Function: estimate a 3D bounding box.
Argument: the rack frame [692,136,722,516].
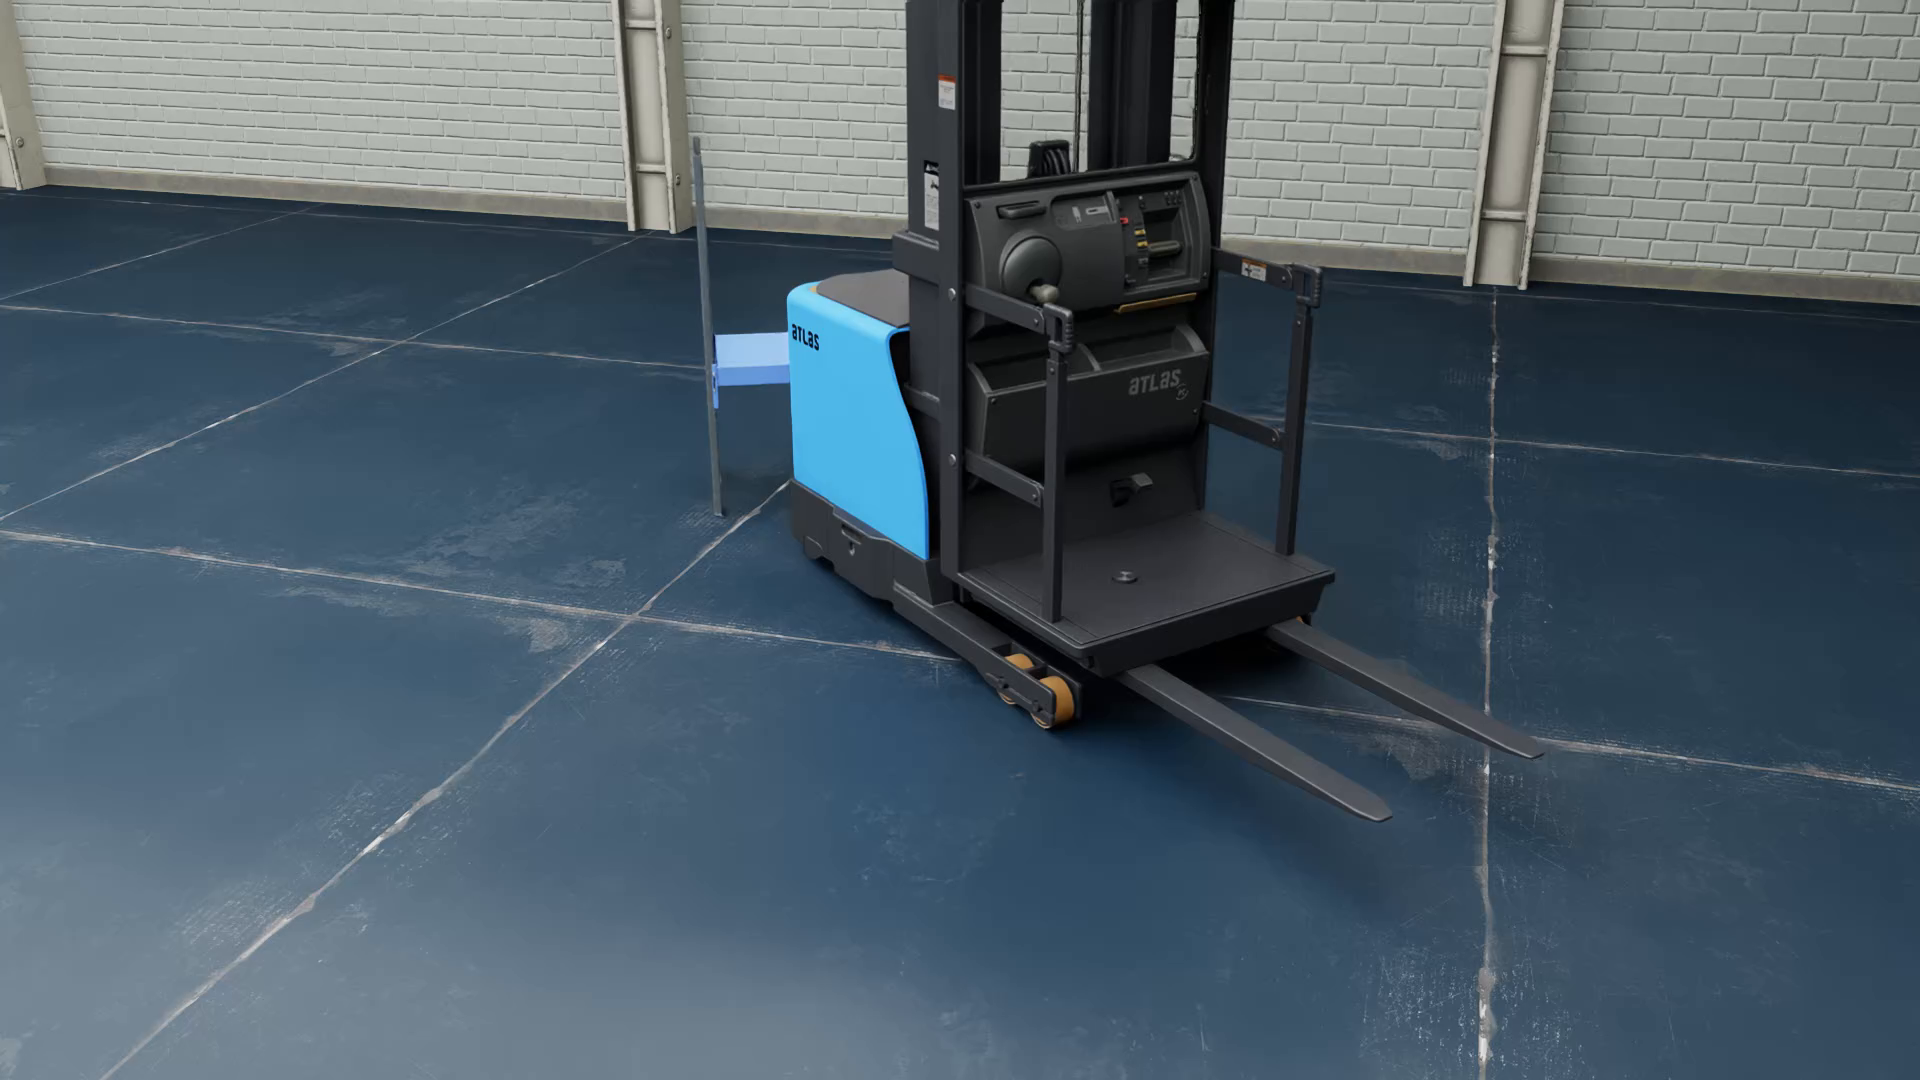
[{"bbox_3d":[-1.058,-0.888,6.958,0.032,1.500,0.500,-3,23,-8],"label":"rack frame"}]

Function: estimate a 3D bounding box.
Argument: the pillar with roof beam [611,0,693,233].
[{"bbox_3d":[-3.487,-4.943,6.962,0.400,9.000,9.100,7,23,16],"label":"pillar with roof beam"}]

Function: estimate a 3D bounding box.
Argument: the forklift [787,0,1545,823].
[{"bbox_3d":[0.555,-0.959,5.247,1.130,2.935,3.031,-14,26,-30],"label":"forklift"}]

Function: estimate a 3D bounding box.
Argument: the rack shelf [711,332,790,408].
[{"bbox_3d":[-0.555,-0.751,7.097,1.000,0.185,0.538,-3,23,-8],"label":"rack shelf"}]

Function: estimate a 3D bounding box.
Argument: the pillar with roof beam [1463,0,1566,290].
[{"bbox_3d":[2.257,-4.285,5.359,0.400,9.000,9.100,7,23,16],"label":"pillar with roof beam"}]

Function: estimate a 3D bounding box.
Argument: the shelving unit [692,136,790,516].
[{"bbox_3d":[-0.555,-0.917,7.029,1.048,1.500,0.538,-3,23,-8],"label":"shelving unit"}]

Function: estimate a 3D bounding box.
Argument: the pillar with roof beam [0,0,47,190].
[{"bbox_3d":[-9.231,-5.600,8.566,0.400,9.000,9.100,7,23,16],"label":"pillar with roof beam"}]
